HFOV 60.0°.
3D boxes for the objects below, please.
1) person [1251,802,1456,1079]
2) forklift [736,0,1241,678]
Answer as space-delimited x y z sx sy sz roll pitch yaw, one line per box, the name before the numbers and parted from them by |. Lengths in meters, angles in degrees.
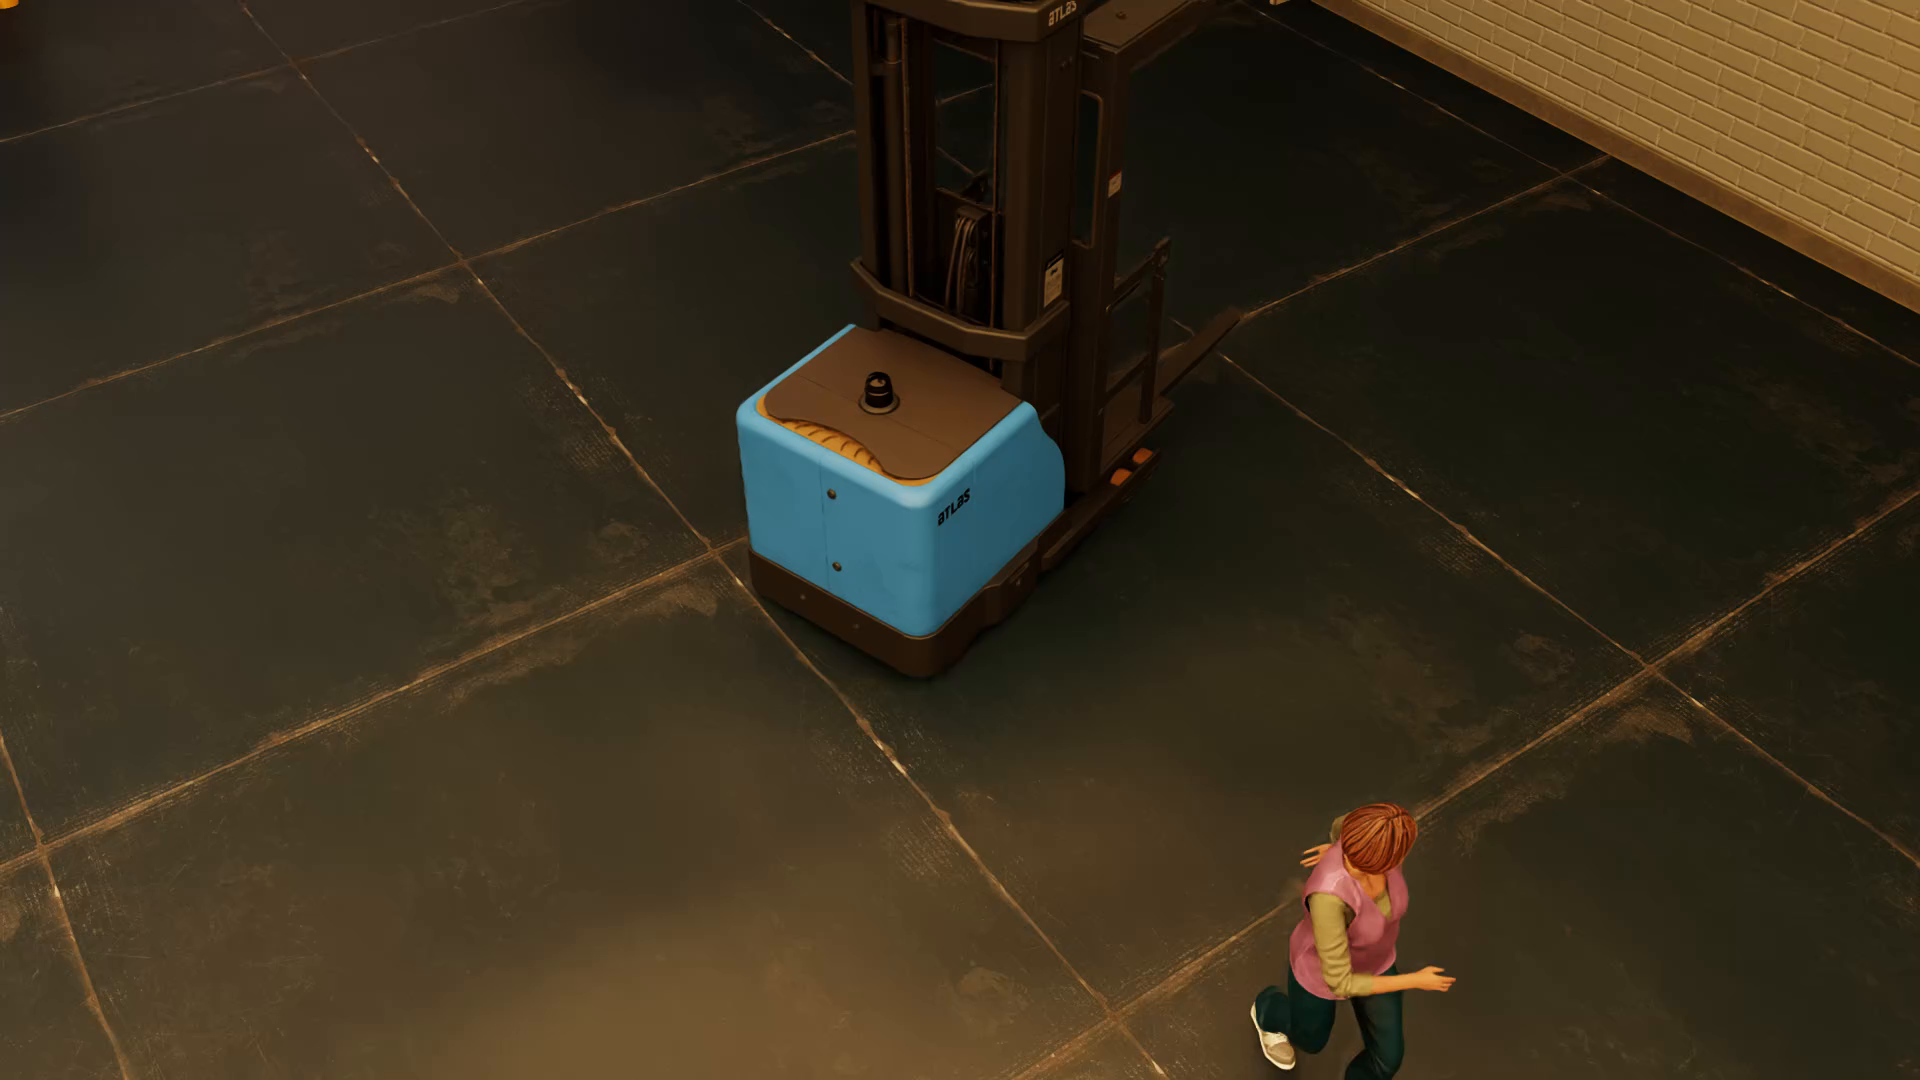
person | 1.225 1.362 5.291 0.433 1.535 0.838 -19 46 -20
forklift | 0.332 -1.440 7.278 1.130 2.935 3.031 27 49 26
